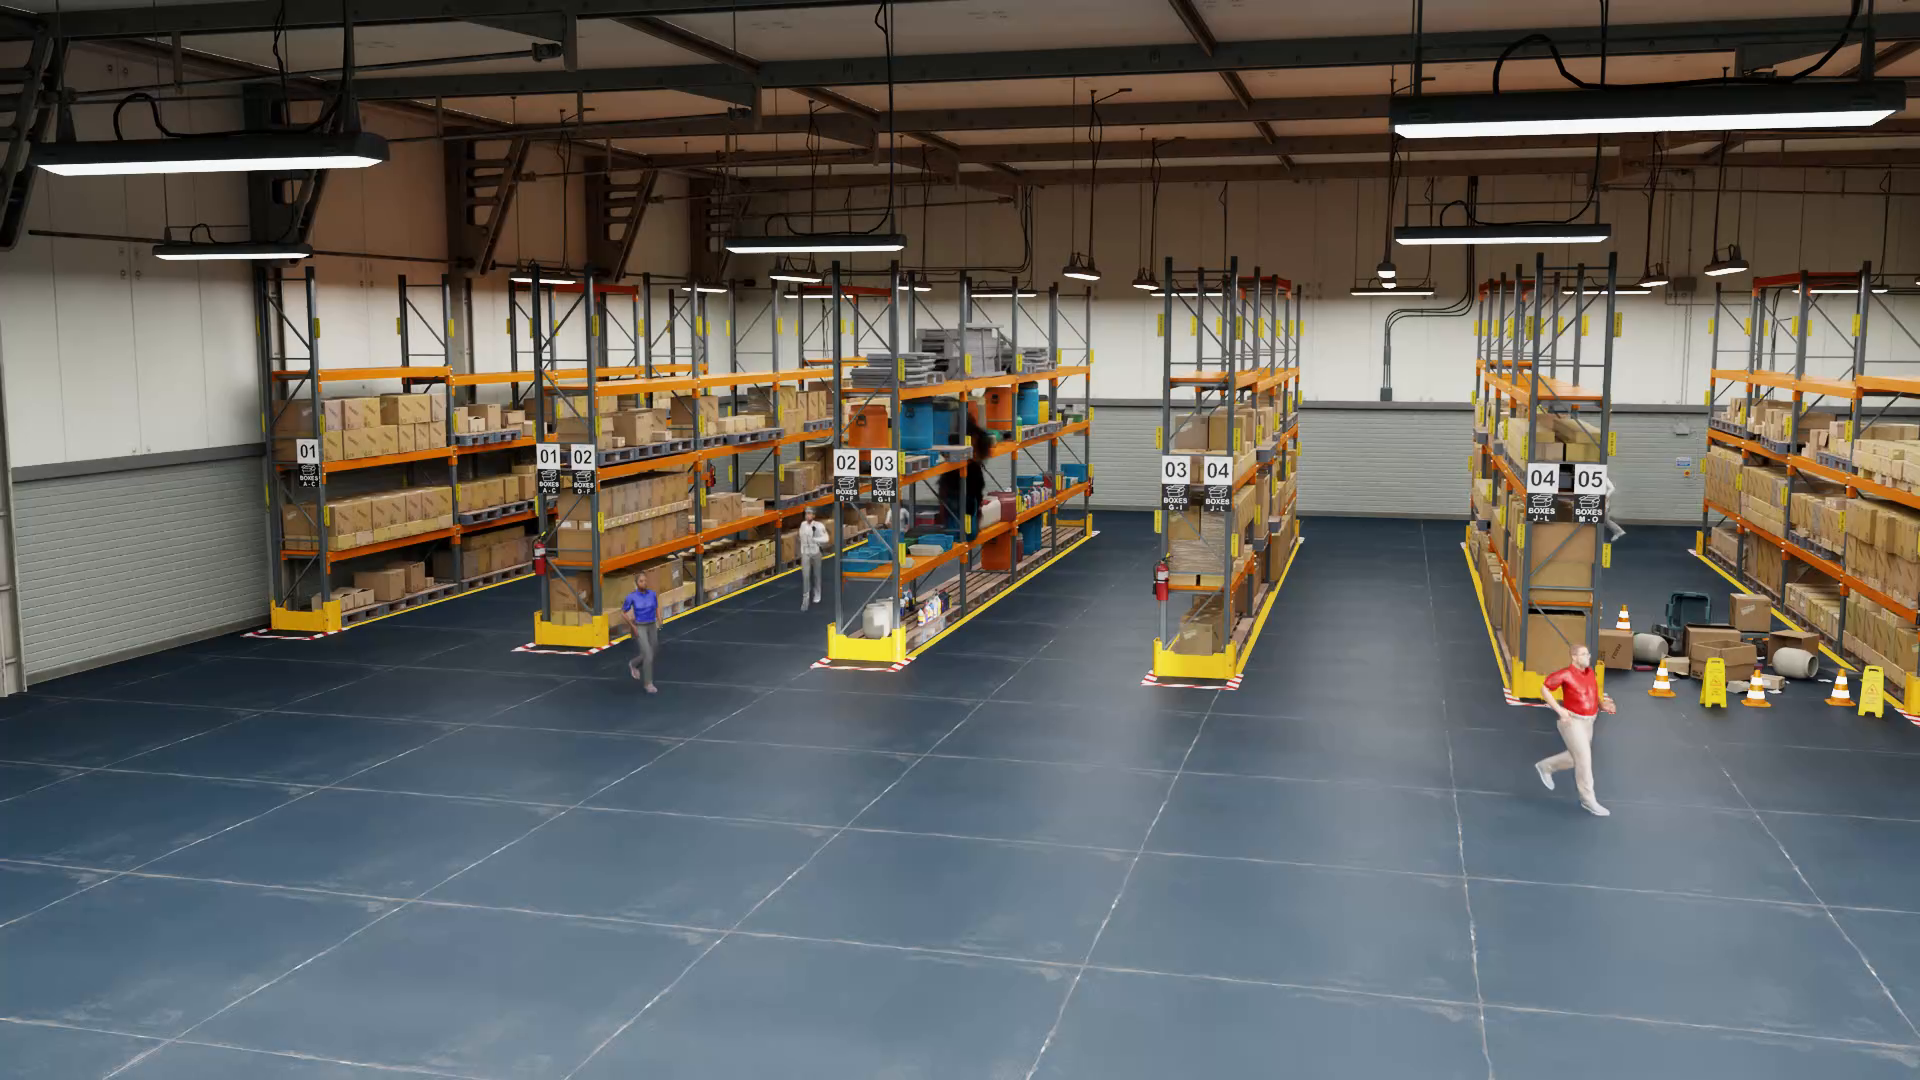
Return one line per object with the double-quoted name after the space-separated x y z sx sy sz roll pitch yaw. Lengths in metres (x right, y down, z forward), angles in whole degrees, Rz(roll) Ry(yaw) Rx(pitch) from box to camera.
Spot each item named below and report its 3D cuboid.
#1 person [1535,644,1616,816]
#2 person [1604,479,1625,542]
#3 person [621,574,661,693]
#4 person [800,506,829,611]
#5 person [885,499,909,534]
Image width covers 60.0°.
6.451 1.951 17.473 0.664 1.737 0.951 -5 9 -36 "person"
14.937 -0.774 38.590 1.041 1.817 0.726 2 8 15 "person"
-4.409 1.288 23.162 0.576 1.626 0.636 -6 10 -40 "person"
-2.501 0.284 28.392 0.585 1.772 0.743 1 7 11 "person"
-1.266 -0.098 33.703 0.514 1.569 0.708 1 7 10 "person"
